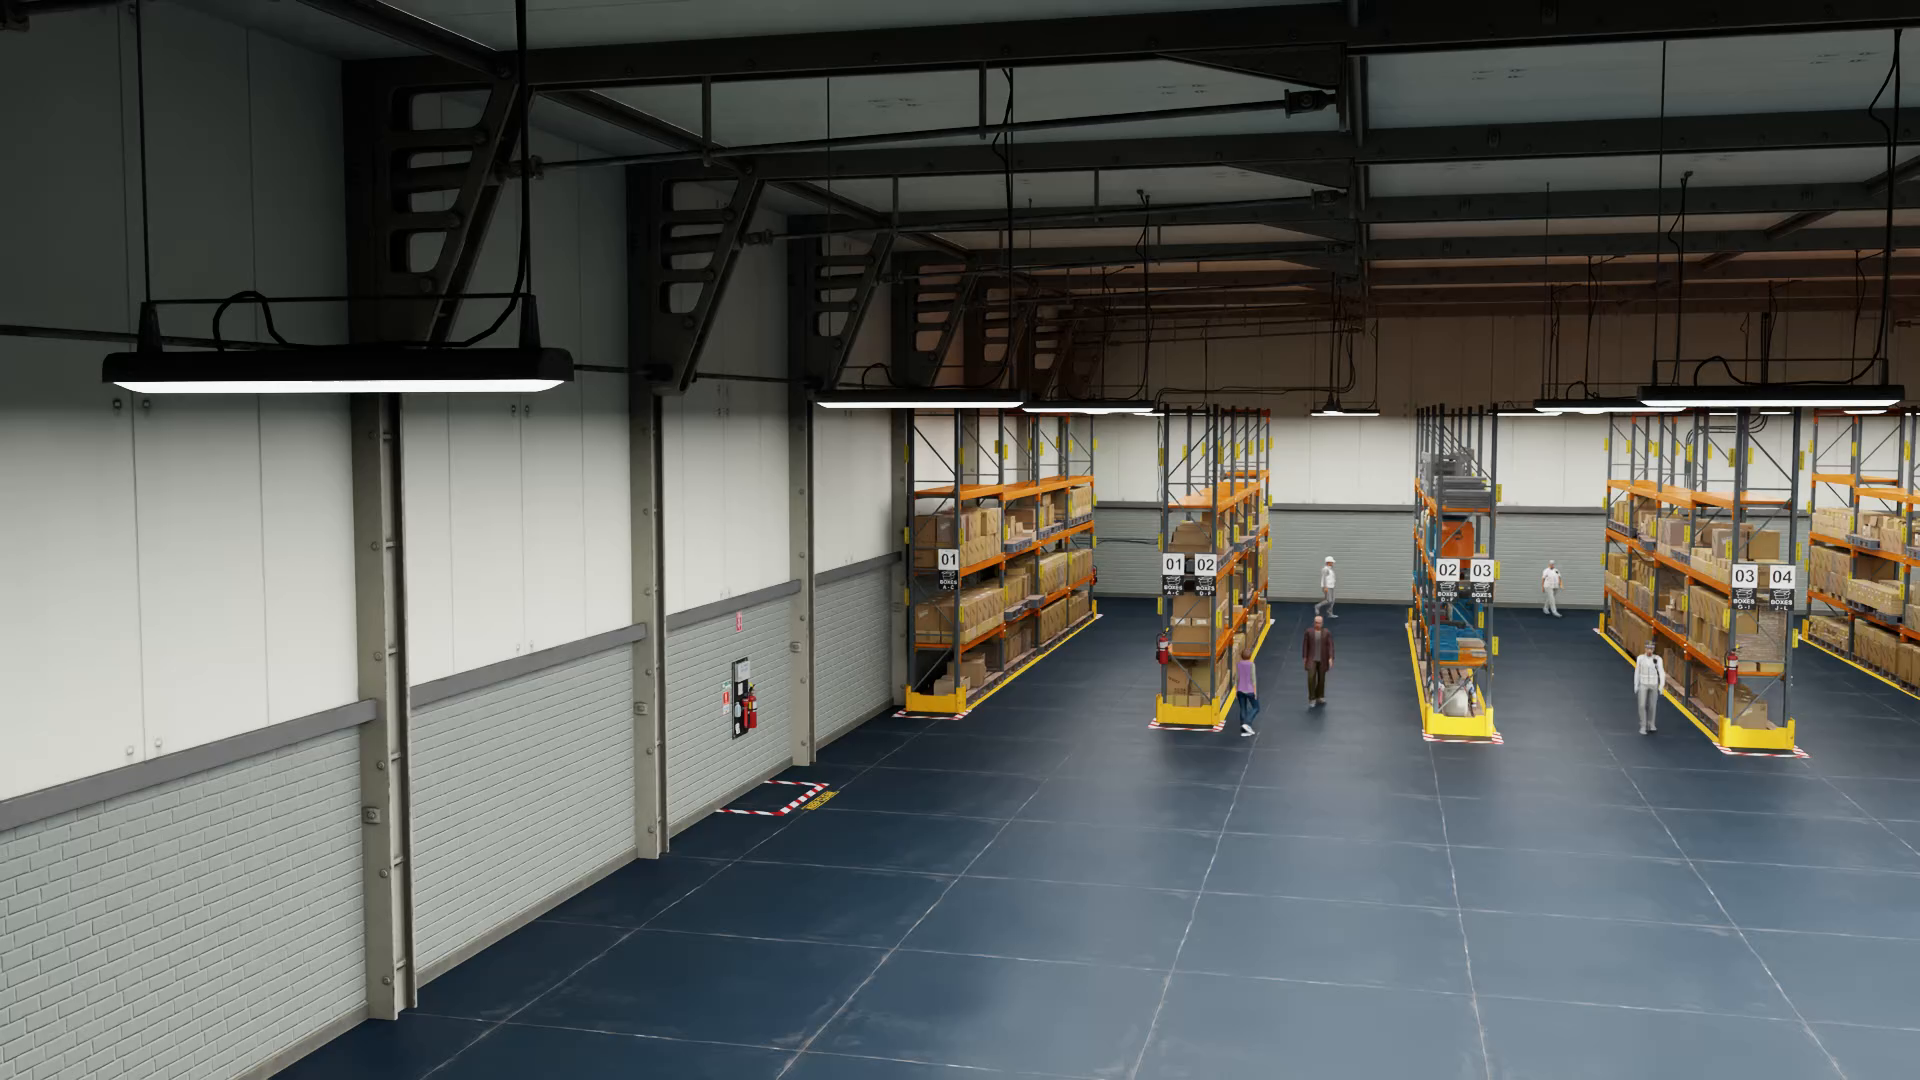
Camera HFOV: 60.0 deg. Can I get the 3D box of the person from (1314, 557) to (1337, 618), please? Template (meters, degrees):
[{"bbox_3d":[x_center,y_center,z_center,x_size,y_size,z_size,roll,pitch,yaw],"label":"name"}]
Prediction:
[{"bbox_3d":[10.517,1.356,47.721,0.619,1.763,0.577,3,5,32],"label":"person"}]

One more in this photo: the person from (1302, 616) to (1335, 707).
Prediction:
[{"bbox_3d":[7.183,2.426,33.322,0.632,1.825,0.676,1,4,12],"label":"person"}]

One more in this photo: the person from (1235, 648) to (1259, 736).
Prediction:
[{"bbox_3d":[5.132,2.746,29.948,0.440,1.597,0.440,3,5,33],"label":"person"}]

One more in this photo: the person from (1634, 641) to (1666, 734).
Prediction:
[{"bbox_3d":[12.605,2.695,30.393,0.527,1.708,0.557,2,5,25],"label":"person"}]

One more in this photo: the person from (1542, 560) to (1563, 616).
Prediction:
[{"bbox_3d":[17.251,1.384,48.333,0.463,1.601,1.011,-1,4,-17],"label":"person"}]
